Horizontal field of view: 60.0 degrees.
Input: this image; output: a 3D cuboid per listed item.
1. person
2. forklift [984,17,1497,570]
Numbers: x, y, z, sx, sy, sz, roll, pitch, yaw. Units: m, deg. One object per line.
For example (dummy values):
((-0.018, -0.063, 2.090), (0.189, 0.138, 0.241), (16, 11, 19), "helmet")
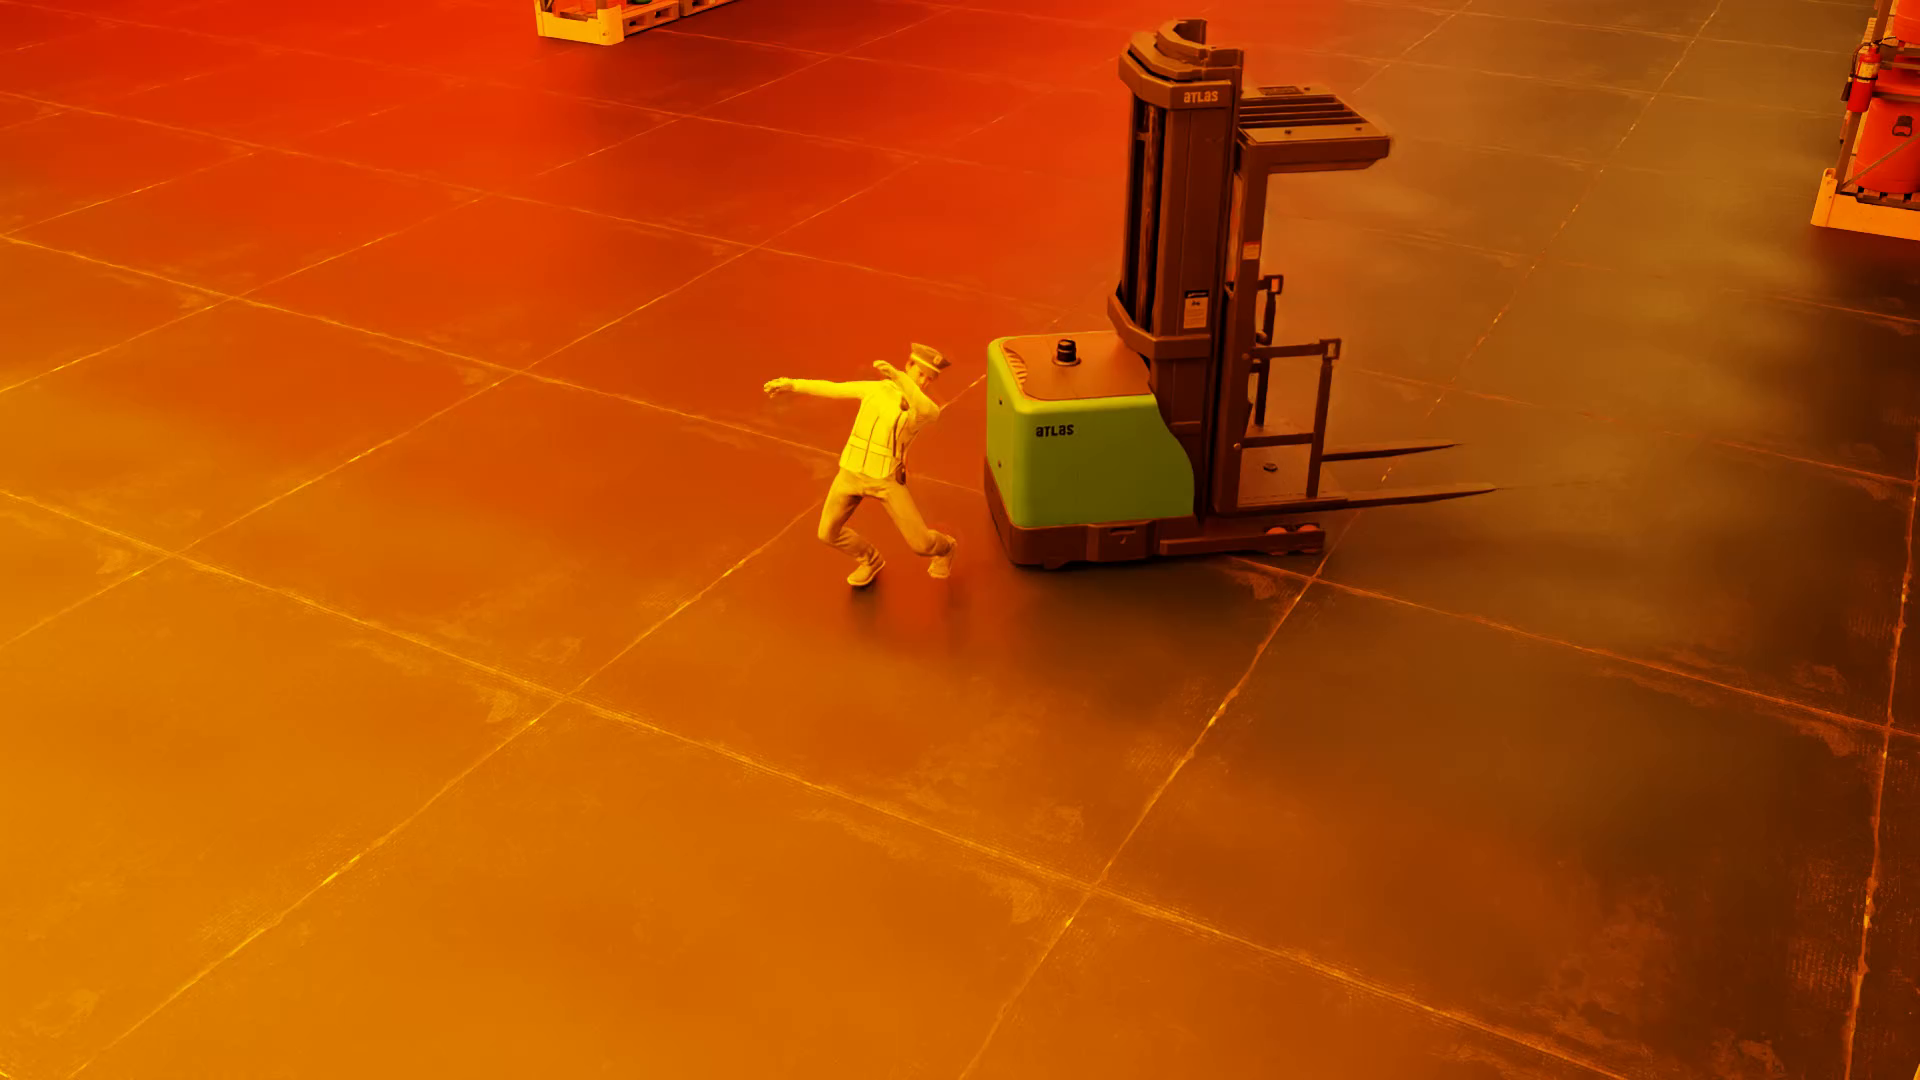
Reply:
((-0.529, -0.460, 9.251), (0.979, 1.511, 0.698), (11, 32, 19), "person")
((1.714, -1.432, 9.552), (3.031, 2.935, 1.130), (-5, 30, -8), "forklift")
